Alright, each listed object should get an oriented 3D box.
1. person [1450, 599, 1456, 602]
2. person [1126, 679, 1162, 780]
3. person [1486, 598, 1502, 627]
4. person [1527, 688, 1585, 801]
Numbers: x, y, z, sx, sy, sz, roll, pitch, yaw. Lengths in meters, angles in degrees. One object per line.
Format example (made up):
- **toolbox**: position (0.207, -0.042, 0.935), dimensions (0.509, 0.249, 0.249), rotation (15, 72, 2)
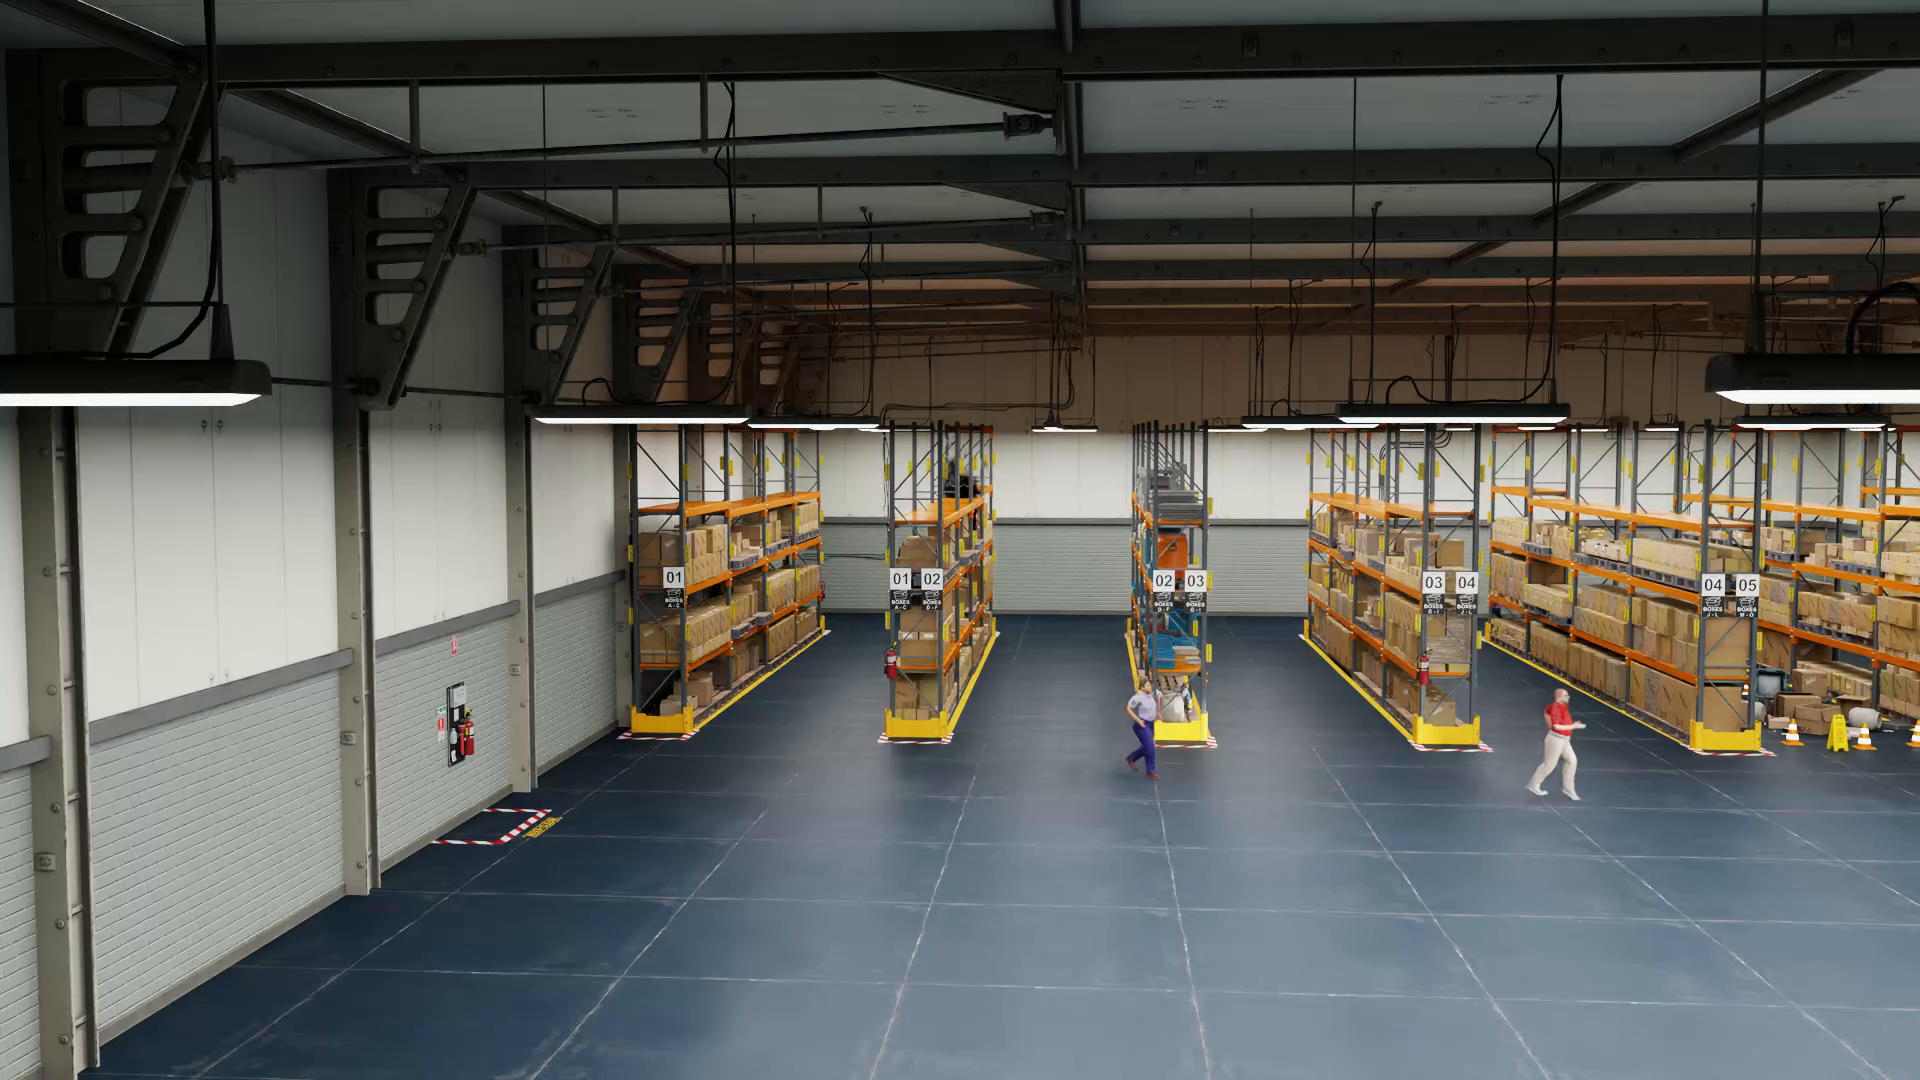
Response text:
- **person**: position (13.885, 1.909, 46.714), dimensions (0.806, 1.711, 0.647), rotation (-3, 5, -37)
- **person**: position (3.069, 3.151, 27.813), dimensions (0.754, 1.649, 0.609), rotation (3, 4, 36)
- **person**: position (15.375, 1.937, 47.557), dimensions (0.695, 1.606, 0.576), rotation (1, 4, 17)
- **person**: position (9.372, 3.216, 26.095), dimensions (0.866, 1.783, 0.603), rotation (2, 4, 33)
